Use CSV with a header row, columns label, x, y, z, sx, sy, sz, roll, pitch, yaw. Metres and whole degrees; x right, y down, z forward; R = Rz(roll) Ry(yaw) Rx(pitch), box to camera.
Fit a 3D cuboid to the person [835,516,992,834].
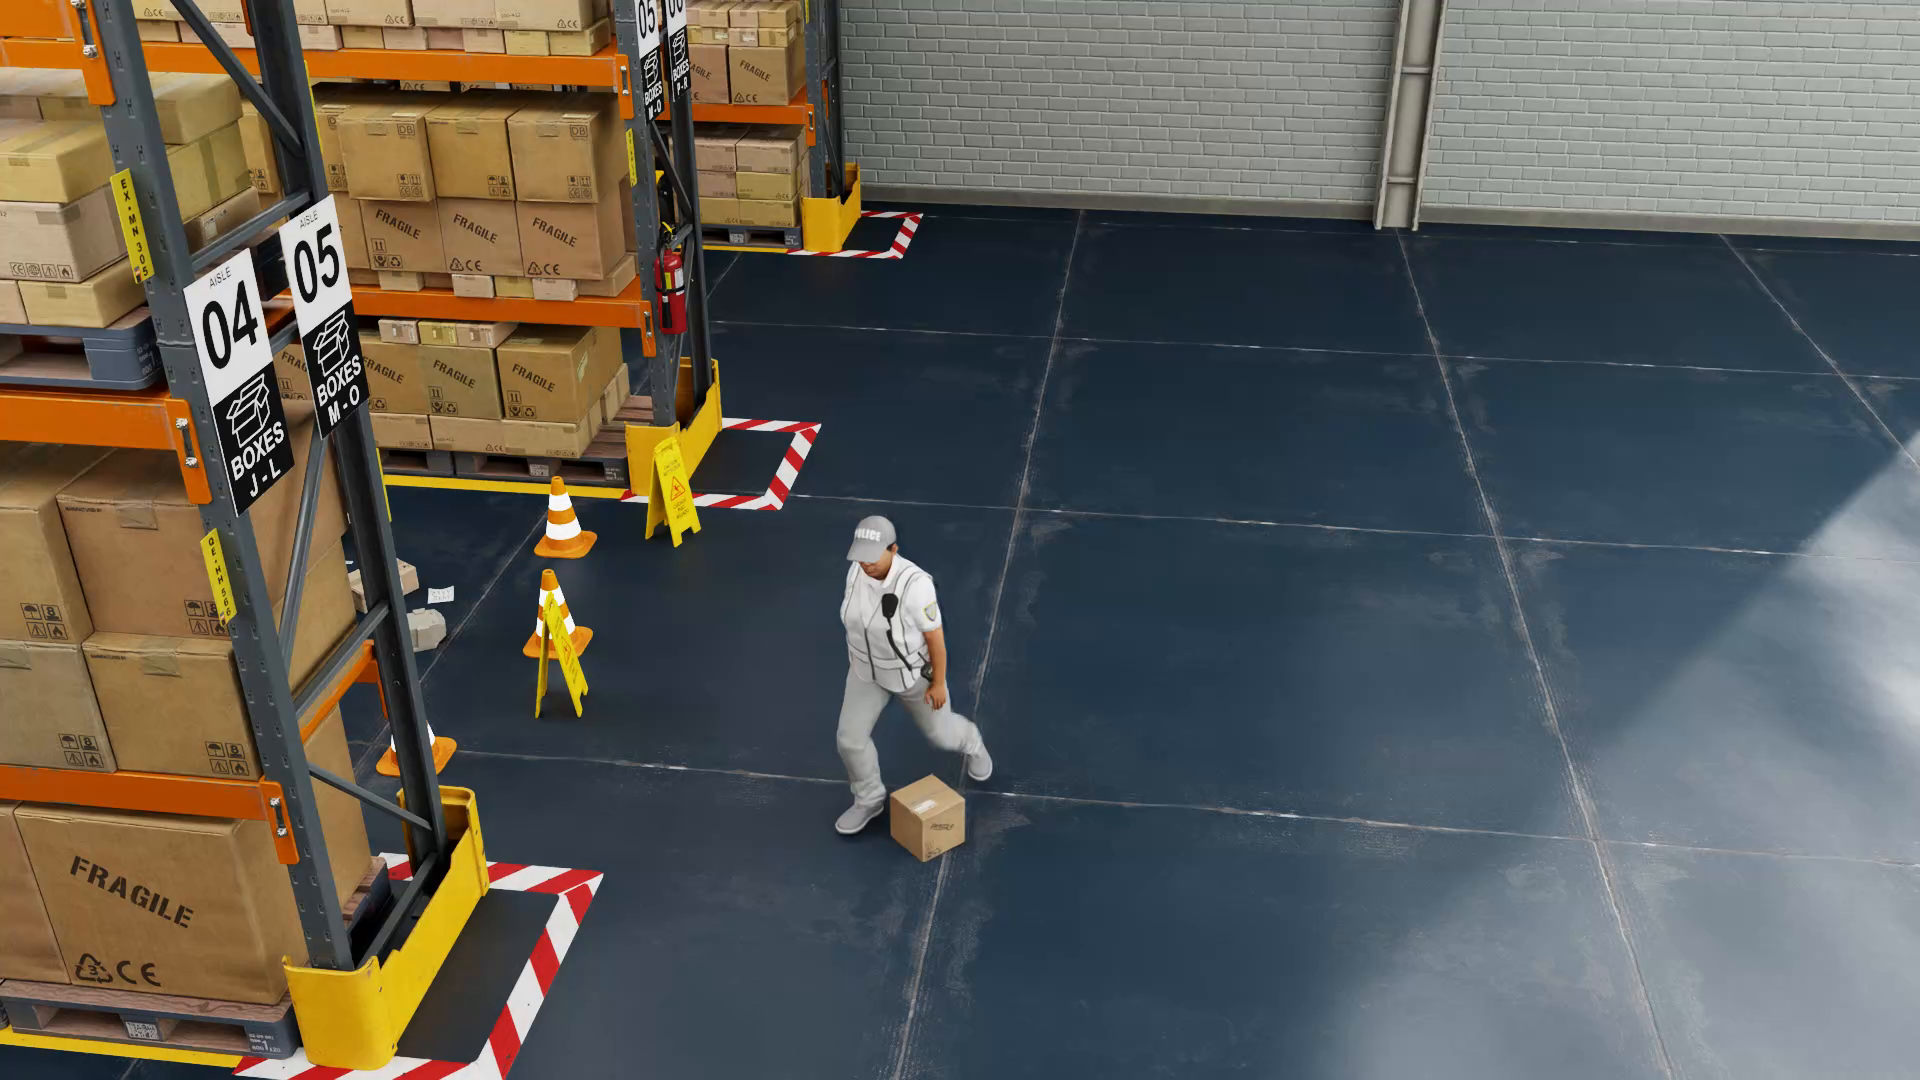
label,x,y,z,sx,sy,sz,roll,pitch,yaw
person,-0.218,0.543,7.638,0.538,1.603,0.849,16,32,26
